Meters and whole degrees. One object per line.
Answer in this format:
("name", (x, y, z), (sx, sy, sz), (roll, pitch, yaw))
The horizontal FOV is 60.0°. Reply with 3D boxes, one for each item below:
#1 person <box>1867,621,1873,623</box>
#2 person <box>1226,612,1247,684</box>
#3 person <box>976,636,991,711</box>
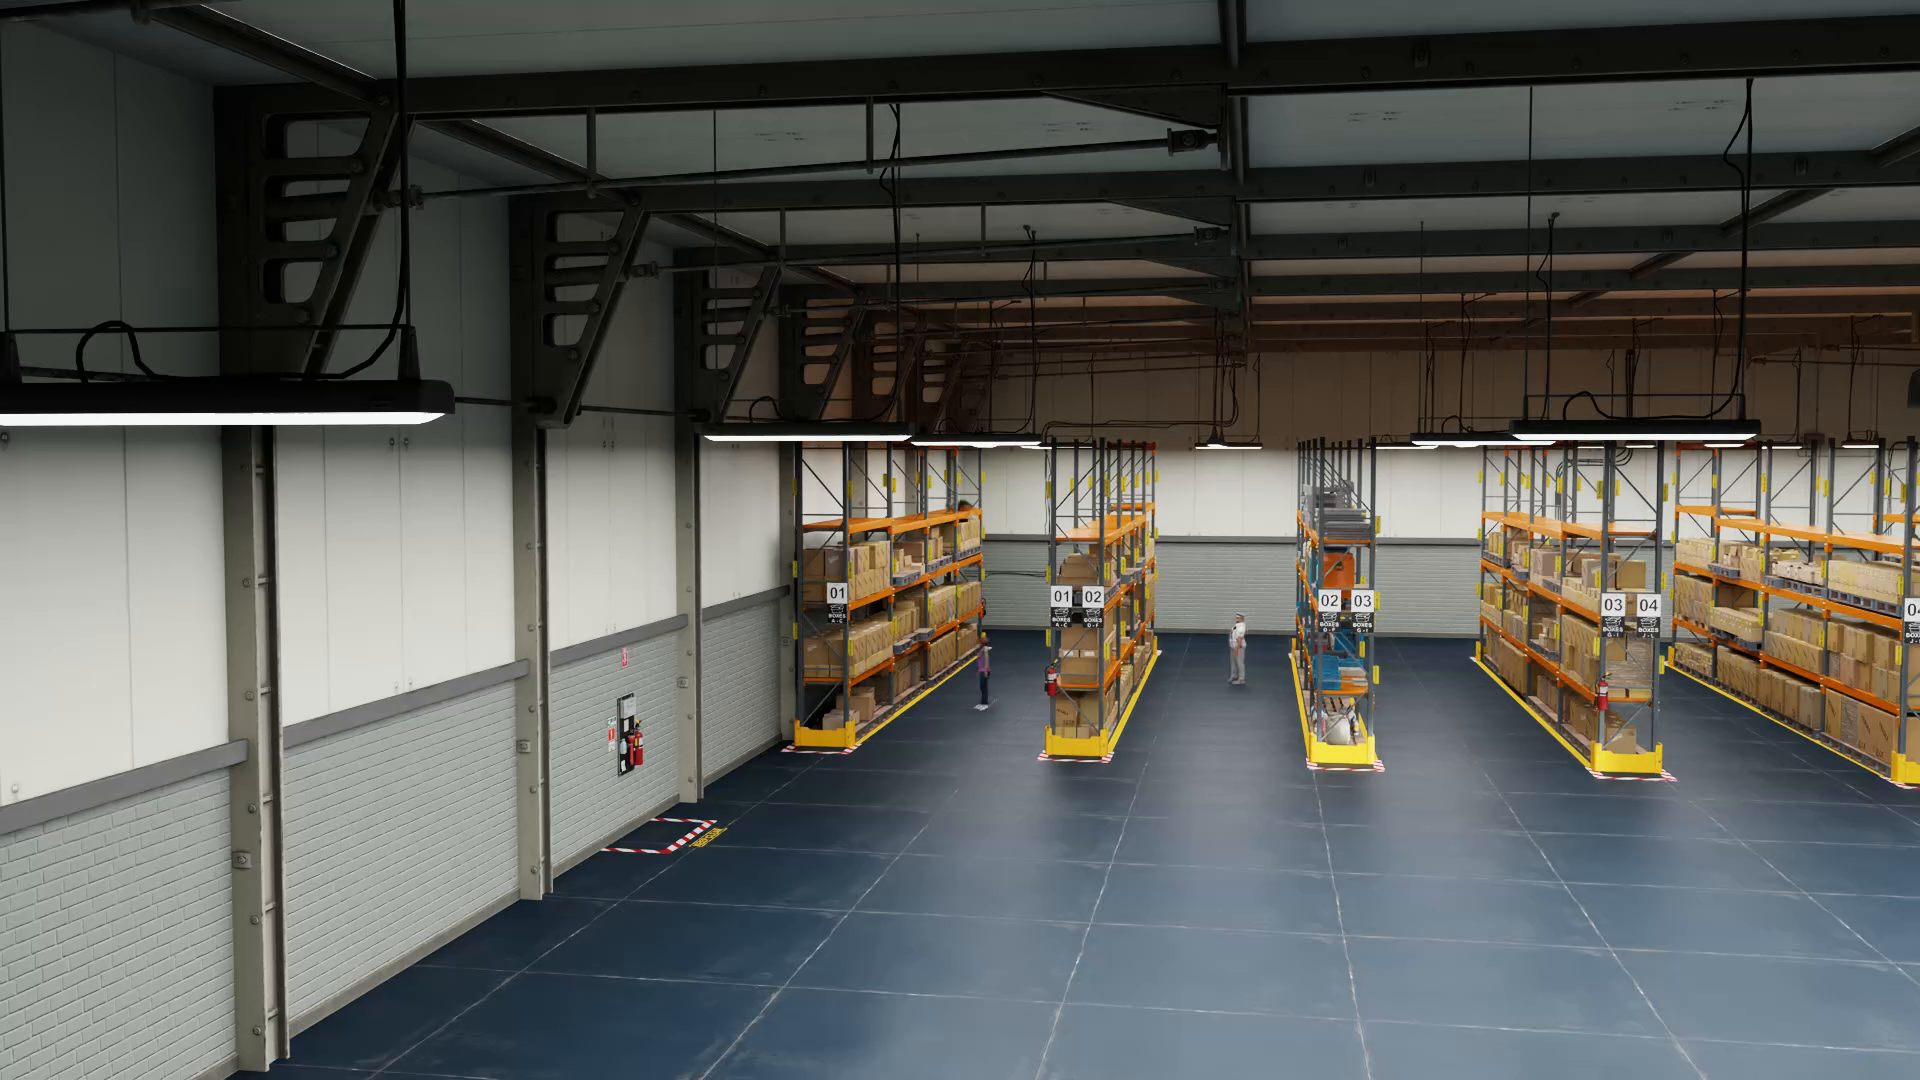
("person", (21.704, 2.745, 39.616), (0.640, 1.806, 0.609), (0, 3, -9))
("person", (6.871, 2.666, 41.200), (0.475, 1.754, 0.599), (-1, 3, -10))
("person", (0.513, 2.968, 37.078), (0.335, 1.628, 0.499), (0, 3, -6))
